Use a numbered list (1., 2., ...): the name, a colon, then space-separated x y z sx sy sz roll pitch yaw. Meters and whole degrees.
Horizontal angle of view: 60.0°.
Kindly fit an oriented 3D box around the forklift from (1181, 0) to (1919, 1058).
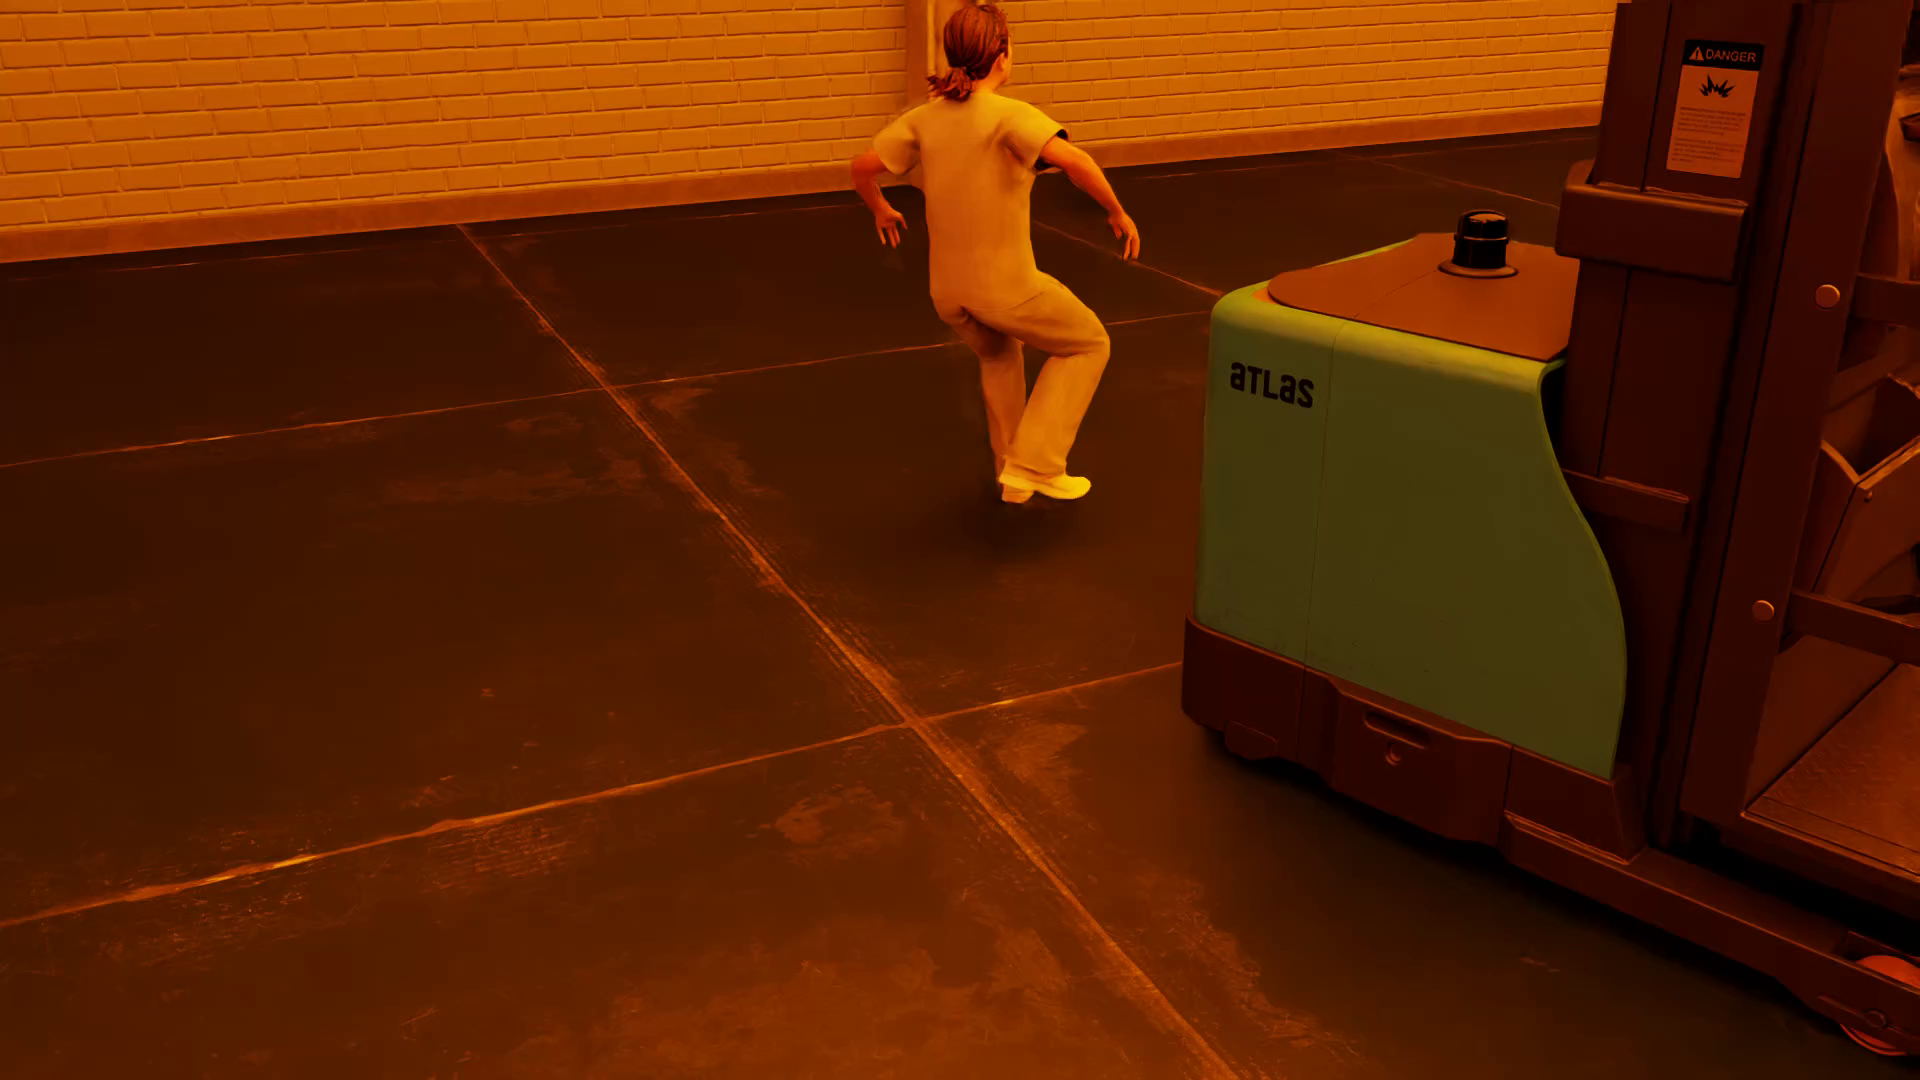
1. forklift: 1.925 -0.621 2.781 3.031 2.935 1.130 21 30 41

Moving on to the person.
1. person: 0.165 -0.816 5.039 0.902 1.564 0.681 18 29 37
